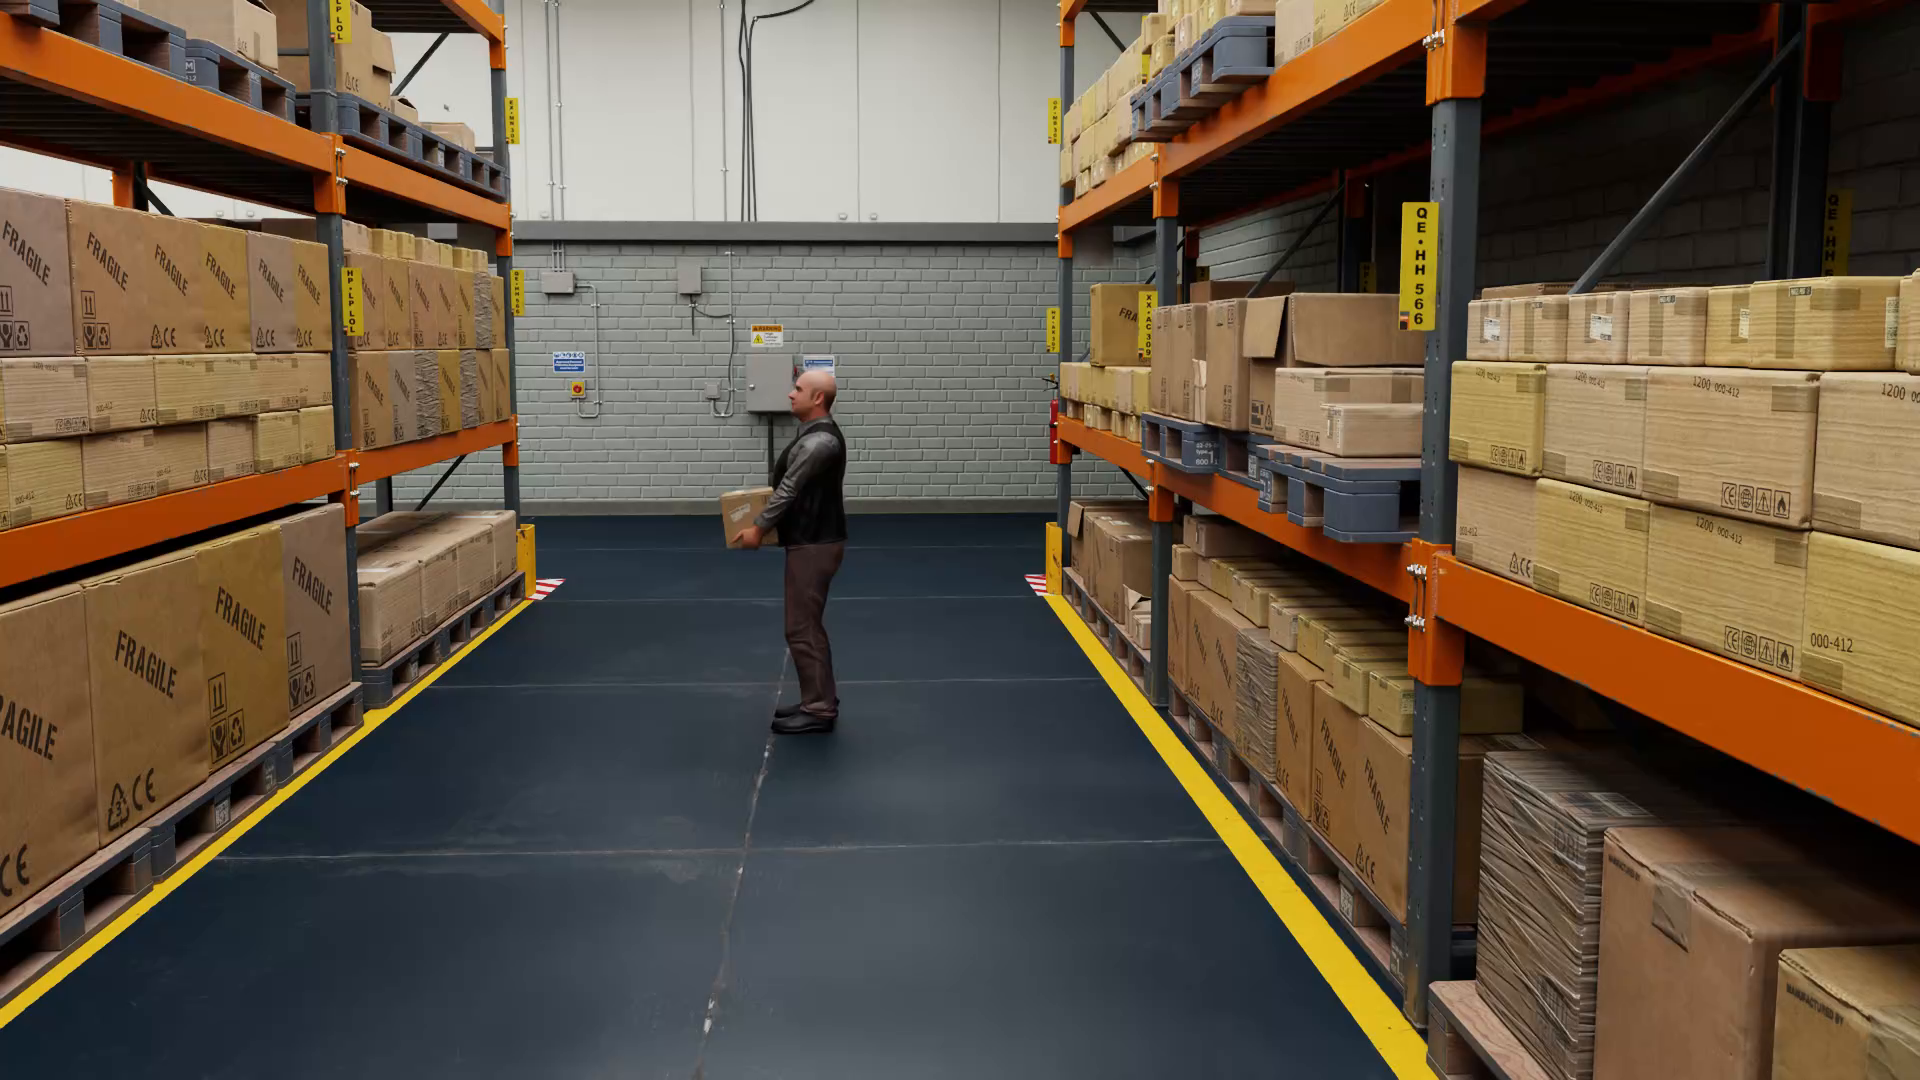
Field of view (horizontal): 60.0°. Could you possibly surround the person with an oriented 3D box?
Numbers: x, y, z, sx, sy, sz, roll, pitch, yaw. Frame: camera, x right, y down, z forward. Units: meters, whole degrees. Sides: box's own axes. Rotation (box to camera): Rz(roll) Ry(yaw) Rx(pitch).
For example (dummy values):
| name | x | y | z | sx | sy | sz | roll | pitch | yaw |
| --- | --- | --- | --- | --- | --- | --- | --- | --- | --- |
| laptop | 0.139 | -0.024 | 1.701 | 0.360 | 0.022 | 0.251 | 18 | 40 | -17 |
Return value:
| name | x | y | z | sx | sy | sz | roll | pitch | yaw |
| --- | --- | --- | --- | --- | --- | --- | --- | --- | --- |
| person | -0.809 | 0.050 | 7.955 | 0.546 | 1.717 | 0.495 | 0 | 7 | -3 |
